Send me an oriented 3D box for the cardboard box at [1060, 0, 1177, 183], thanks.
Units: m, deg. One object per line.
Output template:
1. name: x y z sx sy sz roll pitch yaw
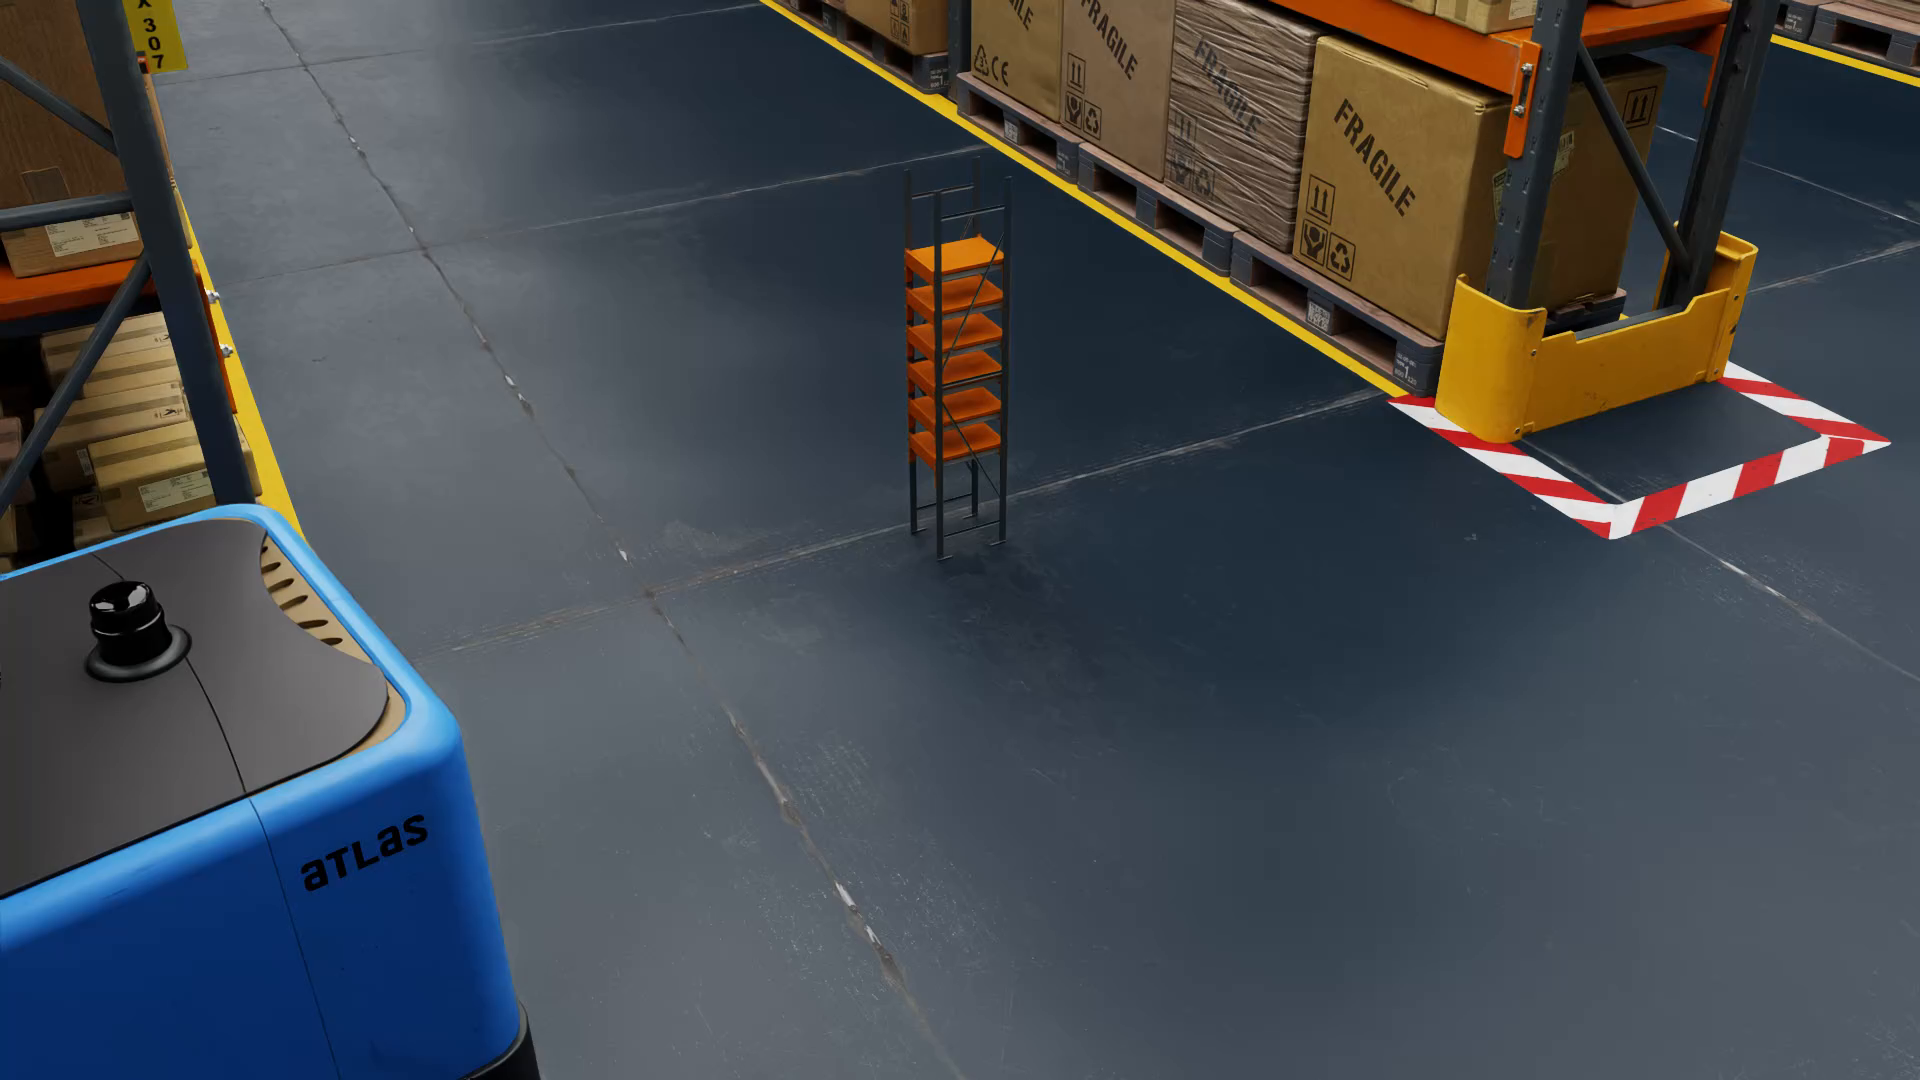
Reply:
1. cardboard box: 1.063 -2.250 7.562 0.875 0.875 0.875 -16 36 -23

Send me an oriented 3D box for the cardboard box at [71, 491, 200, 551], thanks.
1. cardboard box: -2.181 -0.041 4.511 0.380 0.149 0.250 -14 35 -21

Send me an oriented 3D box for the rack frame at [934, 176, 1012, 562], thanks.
1. rack frame: 0.036 -0.468 4.869 0.240 1.200 0.006 -16 36 -23

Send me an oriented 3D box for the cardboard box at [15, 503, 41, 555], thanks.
1. cardboard box: -2.736 -0.044 4.517 0.380 0.149 0.250 -17 36 -24

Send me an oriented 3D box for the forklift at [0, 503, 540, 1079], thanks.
1. forklift: -2.303 0.268 2.114 3.031 2.935 1.130 -23 39 -32

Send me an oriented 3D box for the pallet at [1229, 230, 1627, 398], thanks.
1. pallet: 1.830 -1.011 6.633 1.003 0.211 1.213 -16 36 -23

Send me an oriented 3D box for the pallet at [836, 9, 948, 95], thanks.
1. pallet: -0.020 -2.908 9.593 1.003 0.211 1.213 -16 36 -23

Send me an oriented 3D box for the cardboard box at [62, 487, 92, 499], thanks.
1. cardboard box: -2.451 -0.280 4.884 0.380 0.149 0.250 -15 36 -23

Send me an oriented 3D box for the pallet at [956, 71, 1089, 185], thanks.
1. pallet: 0.692 -2.176 8.451 1.003 0.211 1.213 -16 36 -23

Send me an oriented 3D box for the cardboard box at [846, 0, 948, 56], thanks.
1. cardboard box: 0.090 -3.315 9.224 1.225 0.875 0.875 -16 36 -23

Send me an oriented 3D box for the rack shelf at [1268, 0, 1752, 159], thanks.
1. rack shelf: 1.339 -2.475 7.000 1.077 0.370 4.000 -16 36 -23

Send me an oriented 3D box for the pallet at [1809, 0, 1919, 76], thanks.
1. pallet: 5.738 -2.880 9.550 1.003 0.211 1.213 -16 36 -23

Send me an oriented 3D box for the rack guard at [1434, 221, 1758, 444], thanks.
1. rack guard: 2.283 -0.760 5.972 1.175 0.500 0.348 -16 36 -23

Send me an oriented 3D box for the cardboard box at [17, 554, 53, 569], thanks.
1. cardboard box: -2.593 0.200 4.410 0.380 0.149 0.250 -15 36 -22

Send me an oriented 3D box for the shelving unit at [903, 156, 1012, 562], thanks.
1. shelving unit: -0.007 -0.512 4.937 0.258 1.200 0.189 -16 36 -23

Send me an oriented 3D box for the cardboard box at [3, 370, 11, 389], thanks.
1. cardboard box: -3.260 -0.401 5.348 0.380 0.149 0.250 -15 36 -22

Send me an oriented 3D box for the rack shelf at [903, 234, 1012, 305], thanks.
1. rack shelf: -0.007 -0.778 4.767 0.258 0.103 0.180 -16 36 -23

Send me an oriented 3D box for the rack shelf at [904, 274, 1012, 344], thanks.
1. rack shelf: -0.007 -0.677 4.832 0.258 0.103 0.180 -16 36 -23

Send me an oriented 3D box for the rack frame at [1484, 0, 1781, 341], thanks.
1. rack frame: 2.272 -1.824 5.316 1.000 3.000 0.127 -16 36 -23

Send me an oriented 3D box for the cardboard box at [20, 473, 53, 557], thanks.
1. cardboard box: -2.850 -0.045 4.792 0.380 0.149 0.250 -16 36 -23

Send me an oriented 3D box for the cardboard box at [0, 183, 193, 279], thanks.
1. cardboard box: -2.024 -0.756 3.882 0.380 0.149 0.250 -16 36 -23

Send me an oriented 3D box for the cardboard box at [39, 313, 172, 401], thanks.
1. cardboard box: -2.535 -0.538 5.011 0.380 0.149 0.250 -18 37 -25

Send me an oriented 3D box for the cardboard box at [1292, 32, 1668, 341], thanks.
1. cardboard box: 1.902 -1.391 6.221 0.875 0.875 0.875 -16 36 -23

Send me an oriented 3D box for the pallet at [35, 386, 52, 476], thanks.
1. pallet: -3.111 -0.465 5.780 1.003 0.211 1.213 -16 36 -23

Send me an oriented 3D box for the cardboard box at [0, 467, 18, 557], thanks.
1. cardboard box: -2.634 -0.040 4.234 0.380 0.149 0.250 -15 36 -23

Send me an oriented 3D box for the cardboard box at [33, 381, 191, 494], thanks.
1. cardboard box: -2.342 -0.288 4.621 0.380 0.149 0.250 -15 36 -22

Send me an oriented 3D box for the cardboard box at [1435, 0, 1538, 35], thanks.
1. cardboard box: 1.814 -1.805 5.520 0.380 0.149 0.250 -15 36 -22

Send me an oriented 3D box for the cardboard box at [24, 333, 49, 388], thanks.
1. cardboard box: -2.845 -0.652 5.464 0.380 0.149 0.250 -14 35 -21

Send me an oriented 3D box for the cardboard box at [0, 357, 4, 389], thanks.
1. cardboard box: -3.262 -0.525 5.266 0.380 0.149 0.250 -14 35 -21

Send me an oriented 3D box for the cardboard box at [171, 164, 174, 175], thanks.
1. cardboard box: -2.258 -1.009 4.277 0.380 0.149 0.250 -17 36 -24

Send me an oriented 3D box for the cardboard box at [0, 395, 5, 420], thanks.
1. cardboard box: -2.999 -0.406 4.805 0.380 0.149 0.250 -17 37 -25

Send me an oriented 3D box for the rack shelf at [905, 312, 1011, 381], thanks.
1. rack shelf: -0.007 -0.576 4.896 0.258 0.103 0.180 -16 36 -23
